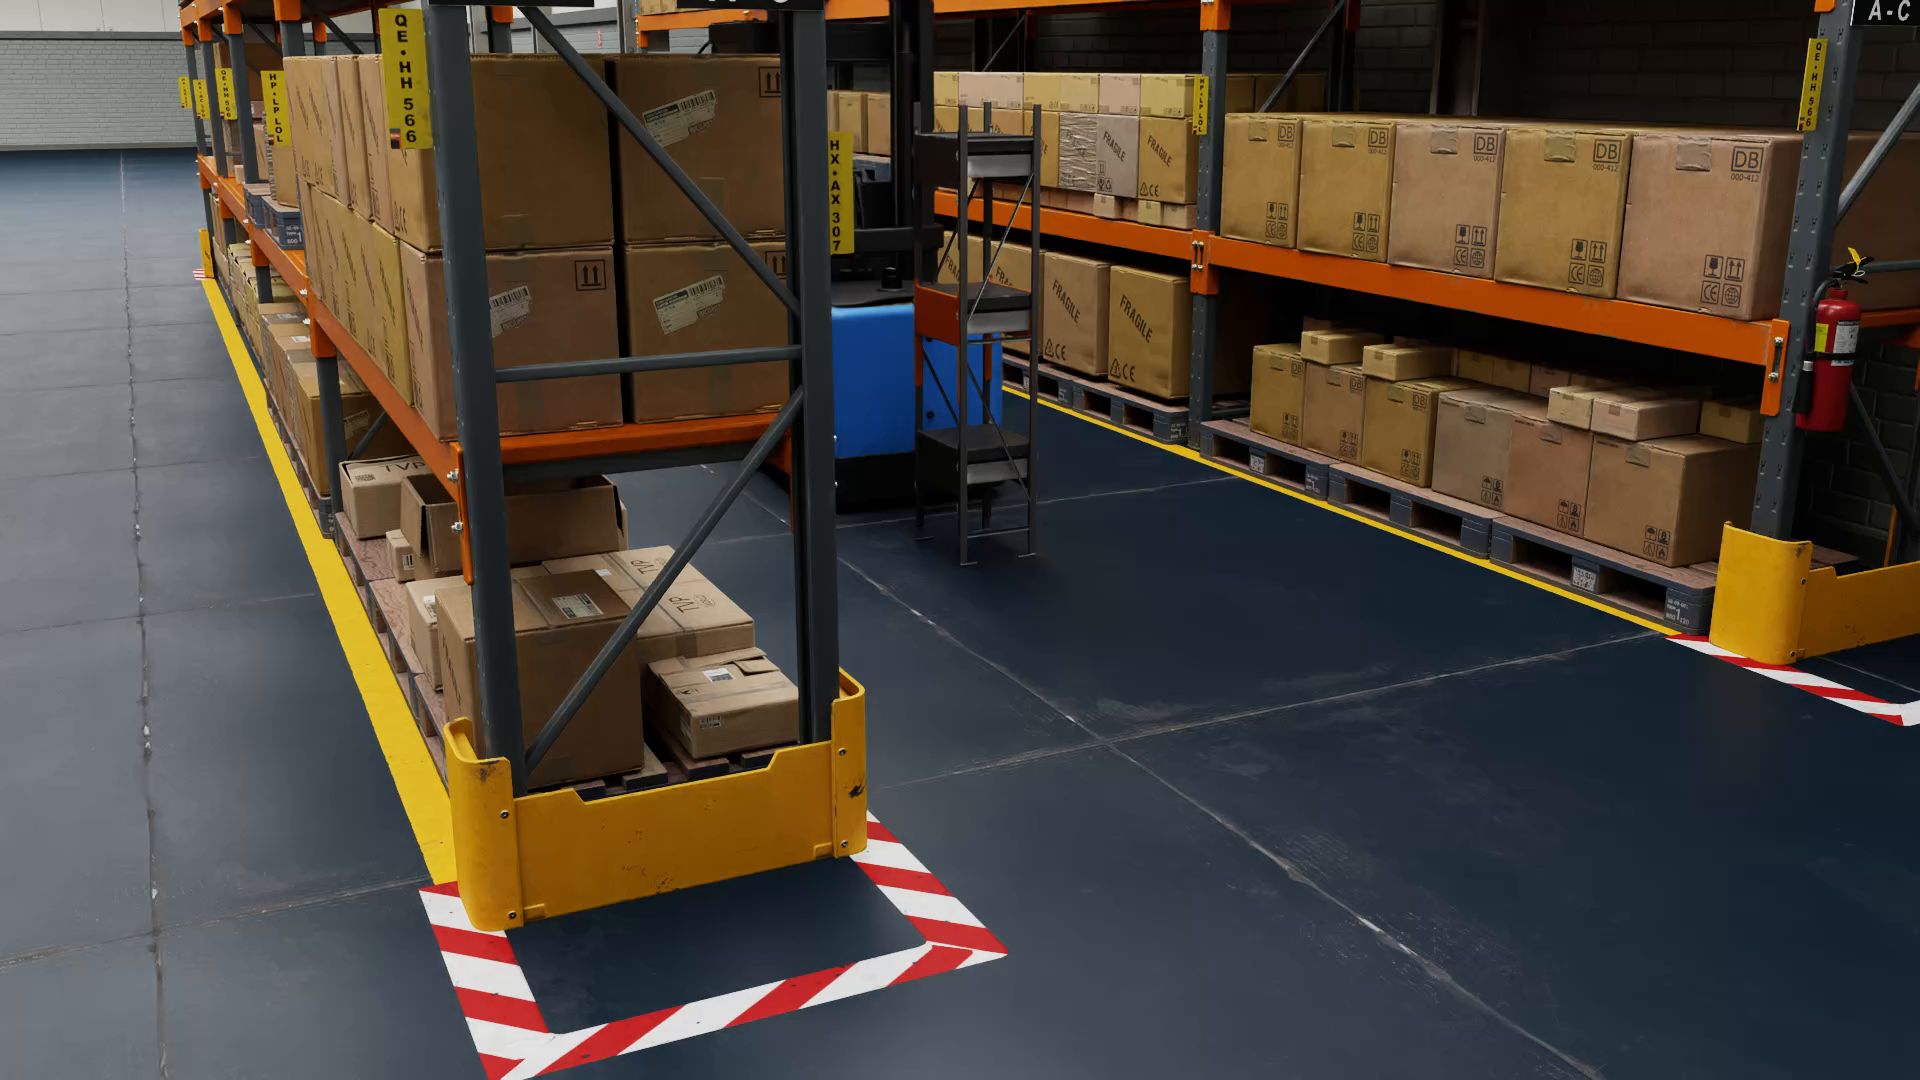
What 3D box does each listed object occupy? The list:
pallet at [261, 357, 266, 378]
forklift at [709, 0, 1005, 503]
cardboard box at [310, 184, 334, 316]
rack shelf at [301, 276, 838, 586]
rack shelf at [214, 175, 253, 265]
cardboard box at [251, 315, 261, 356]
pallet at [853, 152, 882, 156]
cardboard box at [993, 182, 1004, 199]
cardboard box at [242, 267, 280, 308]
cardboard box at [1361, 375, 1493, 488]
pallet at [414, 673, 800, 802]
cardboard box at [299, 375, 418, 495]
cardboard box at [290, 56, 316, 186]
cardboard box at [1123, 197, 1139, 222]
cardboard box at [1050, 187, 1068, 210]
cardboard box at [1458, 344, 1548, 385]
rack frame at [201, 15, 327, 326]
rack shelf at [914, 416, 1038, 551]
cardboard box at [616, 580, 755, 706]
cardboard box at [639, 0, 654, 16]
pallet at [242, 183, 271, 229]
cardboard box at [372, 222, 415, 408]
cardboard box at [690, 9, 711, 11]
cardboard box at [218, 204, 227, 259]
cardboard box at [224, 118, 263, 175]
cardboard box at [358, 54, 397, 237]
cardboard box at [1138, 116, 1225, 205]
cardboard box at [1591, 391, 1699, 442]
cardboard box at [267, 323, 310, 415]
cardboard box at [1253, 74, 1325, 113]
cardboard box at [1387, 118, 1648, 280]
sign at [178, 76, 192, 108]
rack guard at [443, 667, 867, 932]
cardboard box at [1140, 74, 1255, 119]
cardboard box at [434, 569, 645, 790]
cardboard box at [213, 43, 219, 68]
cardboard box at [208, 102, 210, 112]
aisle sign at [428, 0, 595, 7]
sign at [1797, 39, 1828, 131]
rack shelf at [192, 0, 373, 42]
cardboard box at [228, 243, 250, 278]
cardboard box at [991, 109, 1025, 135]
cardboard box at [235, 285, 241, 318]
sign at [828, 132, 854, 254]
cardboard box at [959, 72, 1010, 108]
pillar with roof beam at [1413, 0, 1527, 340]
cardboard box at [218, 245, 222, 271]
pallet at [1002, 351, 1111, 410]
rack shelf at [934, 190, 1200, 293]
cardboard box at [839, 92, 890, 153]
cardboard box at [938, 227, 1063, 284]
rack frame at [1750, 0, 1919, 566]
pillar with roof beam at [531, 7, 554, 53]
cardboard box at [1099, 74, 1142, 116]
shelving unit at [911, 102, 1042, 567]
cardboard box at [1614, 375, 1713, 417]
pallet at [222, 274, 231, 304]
[{"bbox_3d":[-4.656,-1.314,12.449,1.003,0.211,1.213,-8,18,-25],"label":"pallet"},{"bbox_3d":[-0.799,-1.964,9.781,1.130,2.935,3.031,-7,17,-22],"label":"forklift"},{"bbox_3d":[-2.373,-1.216,6.870,0.500,0.500,0.500,-7,18,-24],"label":"cardboard box"},{"bbox_3d":[-1.702,-0.612,6.251,1.077,0.370,4.000,-8,18,-25],"label":"rack shelf"},{"bbox_3d":[-5.207,-2.596,13.164,1.077,0.370,4.000,-8,18,-25],"label":"rack shelf"},{"bbox_3d":[-5.009,-1.555,12.453,0.500,0.250,0.500,-8,18,-26],"label":"cardboard box"},{"bbox_3d":[-0.783,-3.439,15.145,1.003,0.211,1.213,-8,18,-25],"label":"pallet"},{"bbox_3d":[0.421,-2.638,12.423,0.380,0.149,0.250,-8,18,-25],"label":"cardboard box"},{"bbox_3d":[-5.233,-1.949,12.813,0.500,0.311,0.500,-8,18,-25],"label":"cardboard box"},{"bbox_3d":[2.549,-0.604,8.687,0.700,0.500,0.500,-7,18,-24],"label":"cardboard box"},{"bbox_3d":[-1.209,0.662,5.563,1.003,0.211,1.213,-8,18,-25],"label":"pallet"},{"bbox_3d":[-3.052,-0.552,8.470,0.500,0.500,0.500,-8,18,-25],"label":"cardboard box"},{"bbox_3d":[-2.398,-1.704,6.757,0.500,0.500,0.500,-8,18,-27],"label":"cardboard box"},{"bbox_3d":[1.266,-2.122,10.625,0.380,0.149,0.250,-7,17,-23],"label":"cardboard box"},{"bbox_3d":[0.847,-2.380,11.524,0.380,0.149,0.250,-7,17,-23],"label":"cardboard box"},{"bbox_3d":[2.796,-0.906,8.563,0.380,0.149,0.250,-8,18,-26],"label":"cardboard box"},{"bbox_3d":[-6.083,-3.438,14.792,1.000,3.000,0.127,-8,18,-25],"label":"rack frame"},{"bbox_3d":[0.073,-0.282,8.015,0.431,0.518,0.480,-8,18,-25],"label":"rack shelf"},{"bbox_3d":[-1.028,0.355,5.764,0.500,0.250,0.500,-8,18,-25],"label":"cardboard box"},{"bbox_3d":[-3.462,-6.416,19.513,0.500,0.500,0.500,-7,17,-23],"label":"cardboard box"},{"bbox_3d":[-3.970,-2.194,10.807,1.213,0.211,1.003,-8,18,-25],"label":"pallet"},{"bbox_3d":[-1.497,-0.717,5.129,0.500,0.500,0.500,-7,18,-24],"label":"cardboard box"},{"bbox_3d":[-2.562,-5.892,17.689,0.500,0.500,0.500,-8,18,-27],"label":"cardboard box"},{"bbox_3d":[-6.913,-3.016,16.186,0.500,0.500,0.500,-8,18,-25],"label":"cardboard box"},{"bbox_3d":[-6.283,-3.595,15.159,0.700,0.500,0.500,-8,18,-26],"label":"cardboard box"},{"bbox_3d":[-1.490,-1.193,4.977,0.500,0.500,0.500,-7,17,-23],"label":"cardboard box"},{"bbox_3d":[1.444,-2.338,10.204,0.500,0.500,0.500,-8,18,-26],"label":"cardboard box"},{"bbox_3d":[3.009,-0.545,7.307,0.380,0.149,0.250,-8,18,-26],"label":"cardboard box"},{"bbox_3d":[-3.938,-1.054,10.221,0.500,0.500,0.500,-8,18,-26],"label":"cardboard box"},{"bbox_3d":[1.906,-2.760,10.315,0.500,0.250,0.500,-7,17,-23],"label":"cardboard box"},{"bbox_3d":[2.739,-1.701,8.195,0.980,0.700,0.700,-9,18,-28],"label":"cardboard box"},{"bbox_3d":[-8.337,-4.818,17.890,0.100,0.325,0.005,-8,18,-25],"label":"sign"},{"bbox_3d":[-0.859,0.720,4.834,1.175,0.500,0.348,-8,18,-25],"label":"rack guard"},{"bbox_3d":[1.439,-2.700,10.104,0.500,0.250,0.500,-7,18,-24],"label":"cardboard box"},{"bbox_3d":[-1.285,0.423,5.074,0.500,0.500,0.500,-8,18,-25],"label":"cardboard box"},{"bbox_3d":[-6.505,-4.344,15.417,0.700,0.500,0.500,-8,18,-25],"label":"cardboard box"},{"bbox_3d":[-7.291,-4.347,16.604,0.380,0.149,0.250,-8,18,-26],"label":"cardboard box"},{"bbox_3d":[-1.071,-1.658,3.877,0.394,0.787,0.004,-8,18,-25],"label":"aisle sign"},{"bbox_3d":[3.132,-1.670,6.104,0.100,0.325,0.005,-8,18,-25],"label":"sign"},{"bbox_3d":[-5.207,-4.038,12.750,1.077,0.370,4.000,-8,18,-25],"label":"rack shelf"},{"bbox_3d":[-6.126,-2.455,14.574,0.500,0.311,0.500,-8,18,-25],"label":"cardboard box"},{"bbox_3d":[0.541,-2.841,11.955,0.500,0.500,0.500,-8,18,-25],"label":"cardboard box"},{"bbox_3d":[-5.906,-2.061,14.219,0.500,0.250,0.500,-7,18,-24],"label":"cardboard box"},{"bbox_3d":[-0.338,-0.944,4.533,0.100,0.325,0.005,-8,18,-25],"label":"sign"},{"bbox_3d":[0.324,-3.330,12.299,0.500,0.250,0.500,-8,18,-26],"label":"cardboard box"},{"bbox_3d":[-0.912,-4.348,7.088,9.100,9.000,0.400,-8,18,-25],"label":"pillar with roof beam"},{"bbox_3d":[-7.359,-2.902,17.150,0.500,0.250,0.500,-8,18,-25],"label":"cardboard box"},{"bbox_3d":[0.929,-1.198,12.044,1.003,0.211,1.213,-8,18,-25],"label":"pallet"},{"bbox_3d":[0.997,-2.204,11.797,1.077,0.370,4.000,-8,18,-25],"label":"rack shelf"},{"bbox_3d":[-0.660,-3.727,14.820,0.700,0.500,0.500,-8,18,-25],"label":"cardboard box"},{"bbox_3d":[0.325,-2.016,12.973,0.750,0.750,0.750,-8,18,-26],"label":"cardboard box"},{"bbox_3d":[3.626,-1.062,6.513,1.000,3.000,0.127,-8,18,-25],"label":"rack frame"},{"bbox_3d":[-11.427,-10.299,27.826,9.100,9.000,0.400,-8,18,-25],"label":"pillar with roof beam"},{"bbox_3d":[1.223,-2.828,10.550,0.500,0.250,0.500,-7,18,-24],"label":"cardboard box"},{"bbox_3d":[0.073,-0.968,7.818,0.431,2.100,0.503,-8,18,-25],"label":"shelving unit"},{"bbox_3d":[3.241,-0.654,7.687,0.380,0.149,0.250,-8,18,-25],"label":"cardboard box"},{"bbox_3d":[-6.932,-2.603,16.937,1.003,0.211,1.213,-8,18,-25],"label":"pallet"}]
